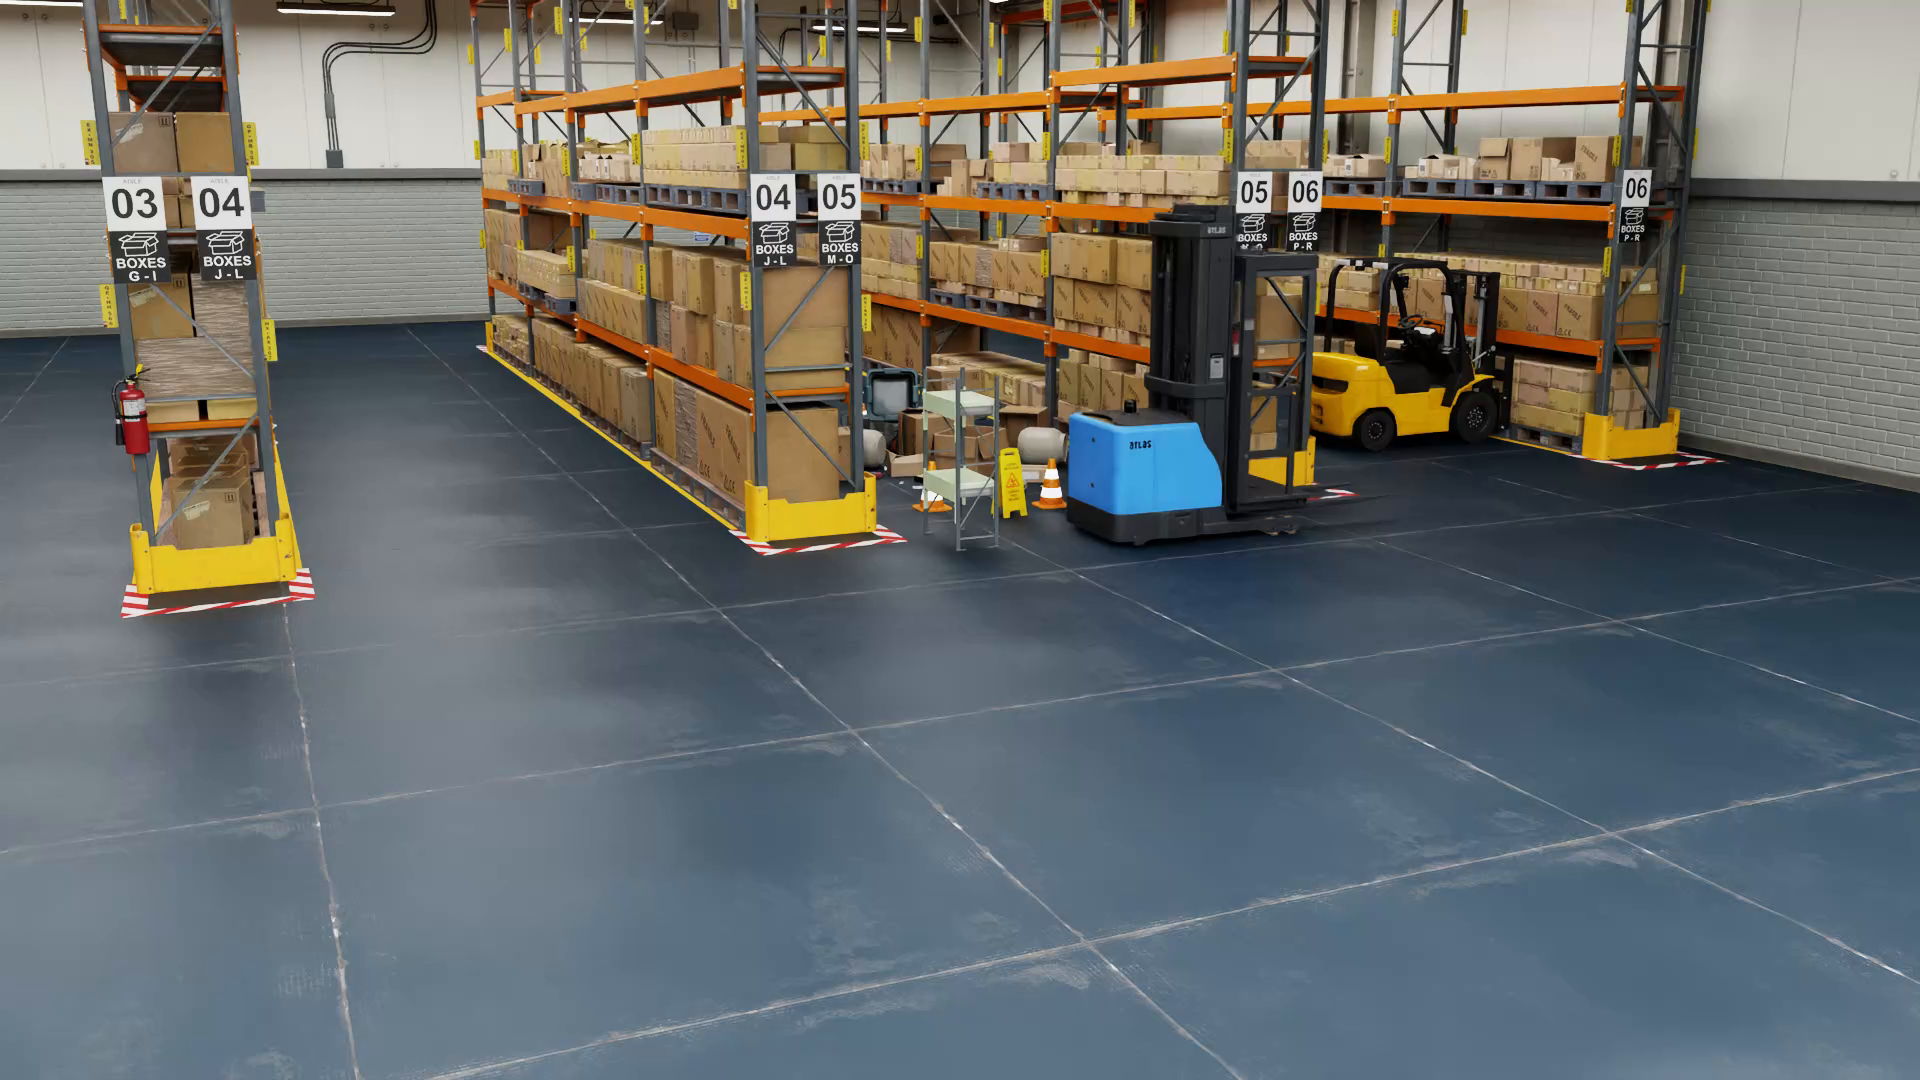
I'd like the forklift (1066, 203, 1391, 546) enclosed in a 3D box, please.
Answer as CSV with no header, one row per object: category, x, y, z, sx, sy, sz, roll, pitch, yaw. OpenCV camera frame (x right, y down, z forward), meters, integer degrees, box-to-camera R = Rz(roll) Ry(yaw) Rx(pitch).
forklift,2.546,-1.571,15.159,3.031,2.935,1.130,-5,14,-22

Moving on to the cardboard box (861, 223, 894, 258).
cardboard box,-1.331,-4.691,26.048,0.500,0.500,0.500,-6,14,-24

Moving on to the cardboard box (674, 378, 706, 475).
cardboard box,-2.409,-1.205,17.206,0.875,0.875,0.875,-6,14,-23

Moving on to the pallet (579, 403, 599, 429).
pallet,-4.317,-1.656,21.558,1.003,0.211,1.213,-6,14,-23

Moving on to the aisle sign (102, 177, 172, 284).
aisle sign,-6.195,-2.331,12.524,0.394,0.787,0.004,-6,14,-23

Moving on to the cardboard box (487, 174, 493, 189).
cardboard box,-7.616,-6.001,27.824,0.500,0.250,0.500,-5,14,-21

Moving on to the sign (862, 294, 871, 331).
sign,-0.849,-2.041,14.940,0.100,0.325,0.005,-6,14,-23

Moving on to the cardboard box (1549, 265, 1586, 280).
cardboard box,7.089,-3.113,19.348,0.380,0.149,0.250,-5,14,-22

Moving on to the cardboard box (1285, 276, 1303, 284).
cardboard box,5.052,-3.842,24.040,0.500,0.250,0.500,-5,14,-22

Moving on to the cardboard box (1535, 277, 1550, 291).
cardboard box,7.020,-3.021,19.611,0.380,0.149,0.250,-6,14,-23

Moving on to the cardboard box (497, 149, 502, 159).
cardboard box,-7.204,-6.192,26.660,0.380,0.149,0.250,-6,14,-24

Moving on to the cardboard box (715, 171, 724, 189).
cardboard box,-2.007,-3.267,15.086,0.380,0.149,0.250,-5,14,-22

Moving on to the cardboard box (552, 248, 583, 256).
cardboard box,-6.134,-4.330,26.043,0.500,0.500,0.500,-6,14,-24

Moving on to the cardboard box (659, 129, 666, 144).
cardboard box,-2.821,-4.076,16.810,0.380,0.149,0.250,-6,14,-24

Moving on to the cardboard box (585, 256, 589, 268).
cardboard box,-5.100,-3.941,23.551,0.380,0.149,0.250,-5,14,-21

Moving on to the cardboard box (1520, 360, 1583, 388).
cardboard box,7.002,-1.973,19.691,0.500,0.250,0.500,-5,14,-22

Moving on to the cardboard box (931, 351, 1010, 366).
cardboard box,0.148,-2.459,23.739,0.950,0.372,0.625,-7,15,-27

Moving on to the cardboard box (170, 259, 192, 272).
cardboard box,-6.988,-2.187,14.568,0.500,0.500,0.500,-6,14,-23

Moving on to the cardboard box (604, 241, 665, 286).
cardboard box,-3.982,-3.417,20.540,0.700,0.500,0.500,-6,14,-24

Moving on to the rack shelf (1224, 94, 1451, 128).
rack shelf,5.279,-6.066,23.604,1.077,0.370,4.000,-6,14,-23

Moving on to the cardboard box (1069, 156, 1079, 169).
cardboard box,1.491,-4.408,19.399,0.380,0.149,0.250,-5,14,-21

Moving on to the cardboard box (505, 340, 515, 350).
cardboard box,-7.355,-3.252,27.661,0.380,0.149,0.250,-6,14,-26

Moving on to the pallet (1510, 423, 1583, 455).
pallet,7.337,-1.245,19.779,1.003,0.211,1.213,-6,14,-23

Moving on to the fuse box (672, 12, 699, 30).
fuse box,-5.775,-10.921,35.004,0.513,0.334,0.176,-6,14,-23

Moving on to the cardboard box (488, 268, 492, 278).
cardboard box,-7.939,-4.618,28.729,0.380,0.149,0.250,-6,14,-23

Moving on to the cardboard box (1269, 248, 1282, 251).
cardboard box,4.793,-4.417,25.643,0.380,0.149,0.250,-5,14,-21

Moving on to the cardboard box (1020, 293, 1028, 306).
cardboard box,0.985,-3.046,21.003,0.380,0.149,0.250,-6,14,-25

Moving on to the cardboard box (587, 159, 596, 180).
cardboard box,-4.275,-4.553,20.418,0.500,0.250,0.500,-5,14,-21

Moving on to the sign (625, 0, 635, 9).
sign,-3.454,-5.723,17.393,0.100,0.325,0.005,-6,14,-23

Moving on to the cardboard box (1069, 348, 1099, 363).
cardboard box,1.517,-2.195,19.766,0.380,0.149,0.250,-5,14,-22

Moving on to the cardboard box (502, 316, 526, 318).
cardboard box,-7.649,-3.758,28.526,0.380,0.149,0.250,-5,14,-22

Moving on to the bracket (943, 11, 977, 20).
bracket,-0.592,-11.700,37.483,0.076,0.066,5.218,-6,14,-23

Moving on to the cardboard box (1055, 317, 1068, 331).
cardboard box,1.366,-2.610,20.050,0.380,0.149,0.250,-6,14,-23

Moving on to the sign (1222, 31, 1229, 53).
sign,3.984,-7.467,24.928,0.100,0.325,0.005,-6,14,-23

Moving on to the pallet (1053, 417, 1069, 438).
pallet,1.835,-1.332,20.157,1.003,0.211,1.213,-6,14,-23

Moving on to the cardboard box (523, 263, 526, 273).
cardboard box,-6.221,-4.008,24.503,0.380,0.149,0.250,-5,14,-22

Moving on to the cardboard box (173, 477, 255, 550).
cardboard box,-6.179,-0.222,13.788,0.500,0.500,0.500,-3,13,-13

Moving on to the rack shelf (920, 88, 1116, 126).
rack shelf,0.732,-5.617,21.663,1.077,0.370,4.000,-6,14,-23

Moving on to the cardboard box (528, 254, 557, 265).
cardboard box,-6.012,-4.045,24.002,0.380,0.149,0.250,-6,14,-23

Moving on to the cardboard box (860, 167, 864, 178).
cardboard box,-1.485,-5.738,25.944,0.380,0.166,0.250,-7,15,-27

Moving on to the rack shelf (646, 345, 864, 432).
rack shelf,-2.161,-1.594,16.702,1.077,0.370,4.000,-6,14,-23

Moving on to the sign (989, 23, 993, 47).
sign,0.424,-7.120,23.428,0.100,0.325,0.005,-6,14,-23

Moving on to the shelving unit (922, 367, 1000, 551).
shelving unit,0.003,-0.729,14.695,0.431,1.500,0.755,-6,14,-23

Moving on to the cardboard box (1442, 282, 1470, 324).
cardboard box,6.446,-2.998,20.949,0.500,0.500,0.500,-6,14,-24

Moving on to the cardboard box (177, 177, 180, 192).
cardboard box,-6.656,-2.939,13.714,0.380,0.149,0.250,-5,14,-22

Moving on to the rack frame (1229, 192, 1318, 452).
rack frame,3.136,-2.000,16.857,1.000,3.000,0.127,-6,14,-23

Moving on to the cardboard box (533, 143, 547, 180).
cardboard box,-5.668,-5.396,23.720,0.797,0.503,0.637,-6,14,-24

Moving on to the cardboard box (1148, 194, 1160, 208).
cardboard box,2.249,-3.654,17.911,0.380,0.149,0.250,-6,14,-25

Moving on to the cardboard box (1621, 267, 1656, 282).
cardboard box,7.743,-3.047,19.063,0.380,0.149,0.250,-6,14,-24

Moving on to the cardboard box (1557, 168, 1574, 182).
cardboard box,7.072,-4.185,19.050,0.380,0.149,0.250,-6,14,-25

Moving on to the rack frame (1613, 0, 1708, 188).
rack frame,7.682,-5.371,18.121,1.000,3.000,0.127,-6,14,-23
